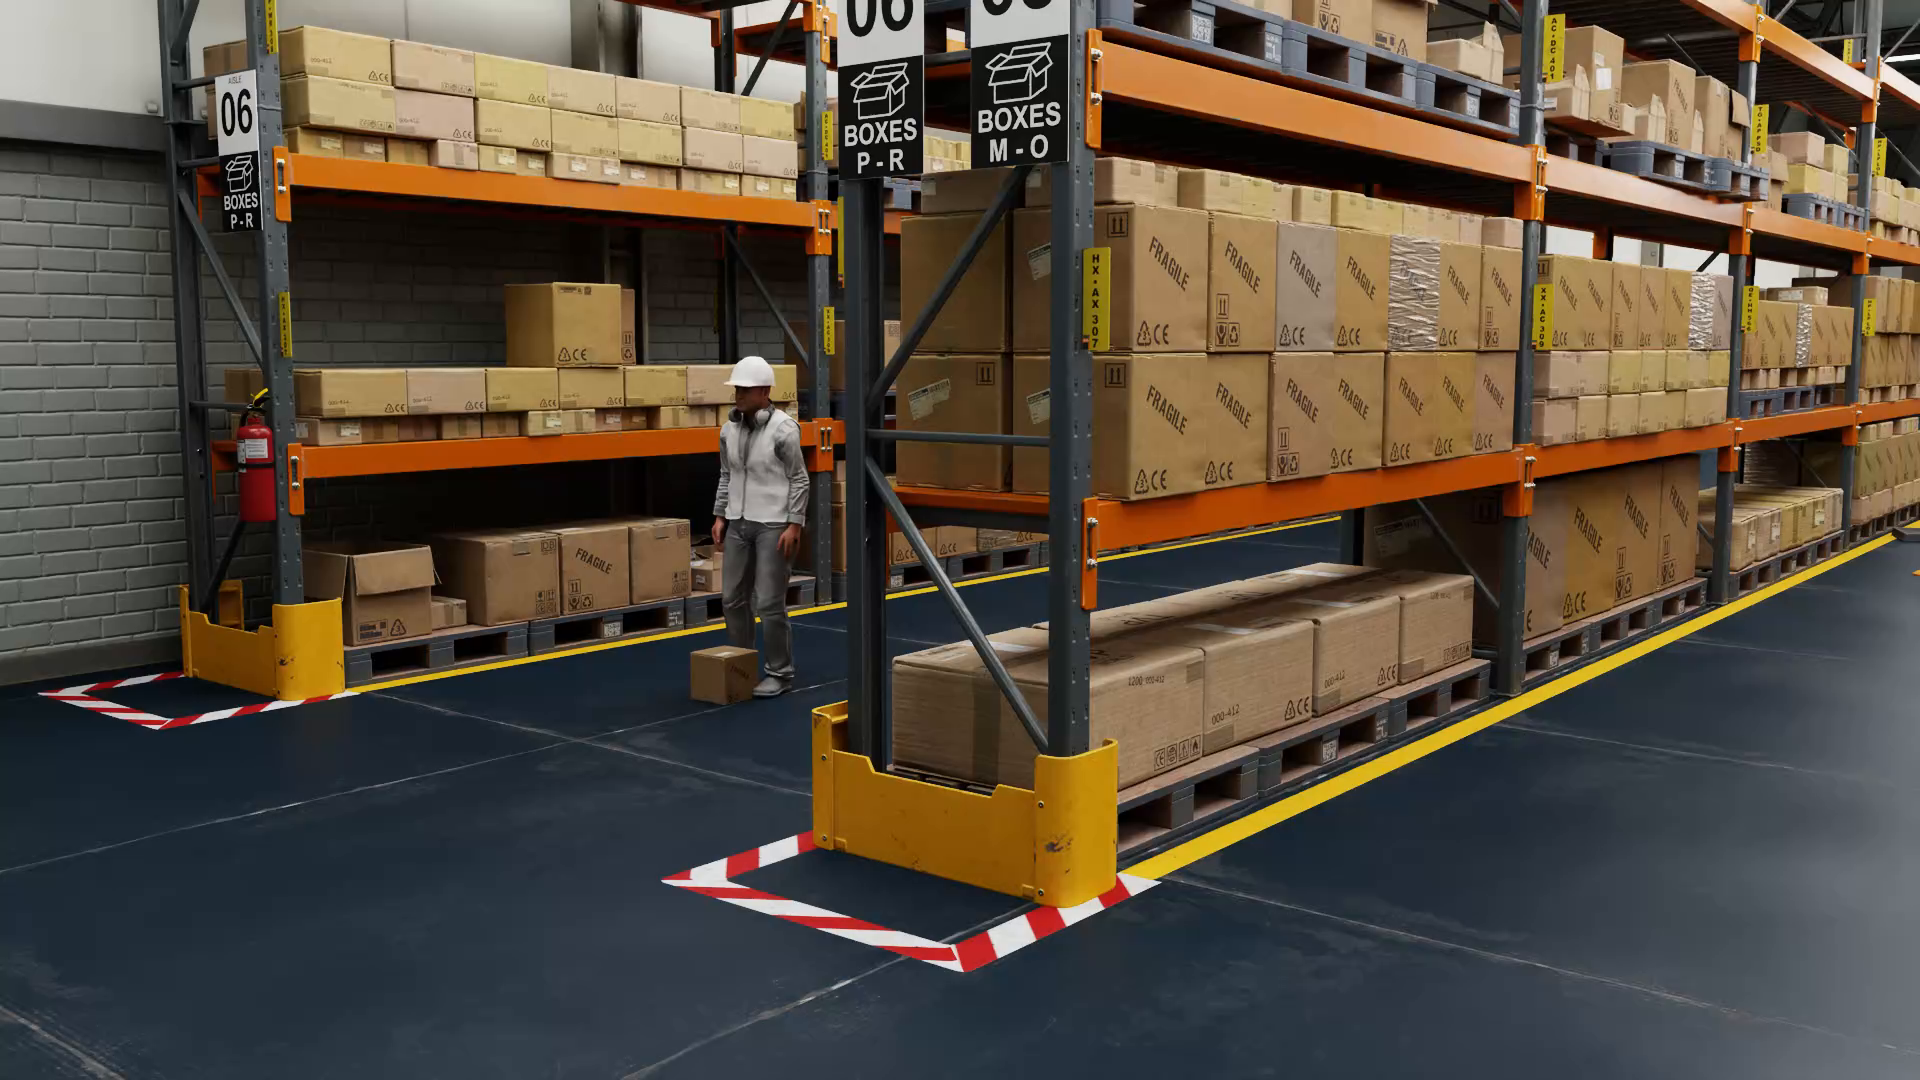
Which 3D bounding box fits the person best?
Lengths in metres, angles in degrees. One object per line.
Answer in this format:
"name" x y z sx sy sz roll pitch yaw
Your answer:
"person" -1.060 -0.077 8.769 0.594 1.772 0.460 5 8 35
